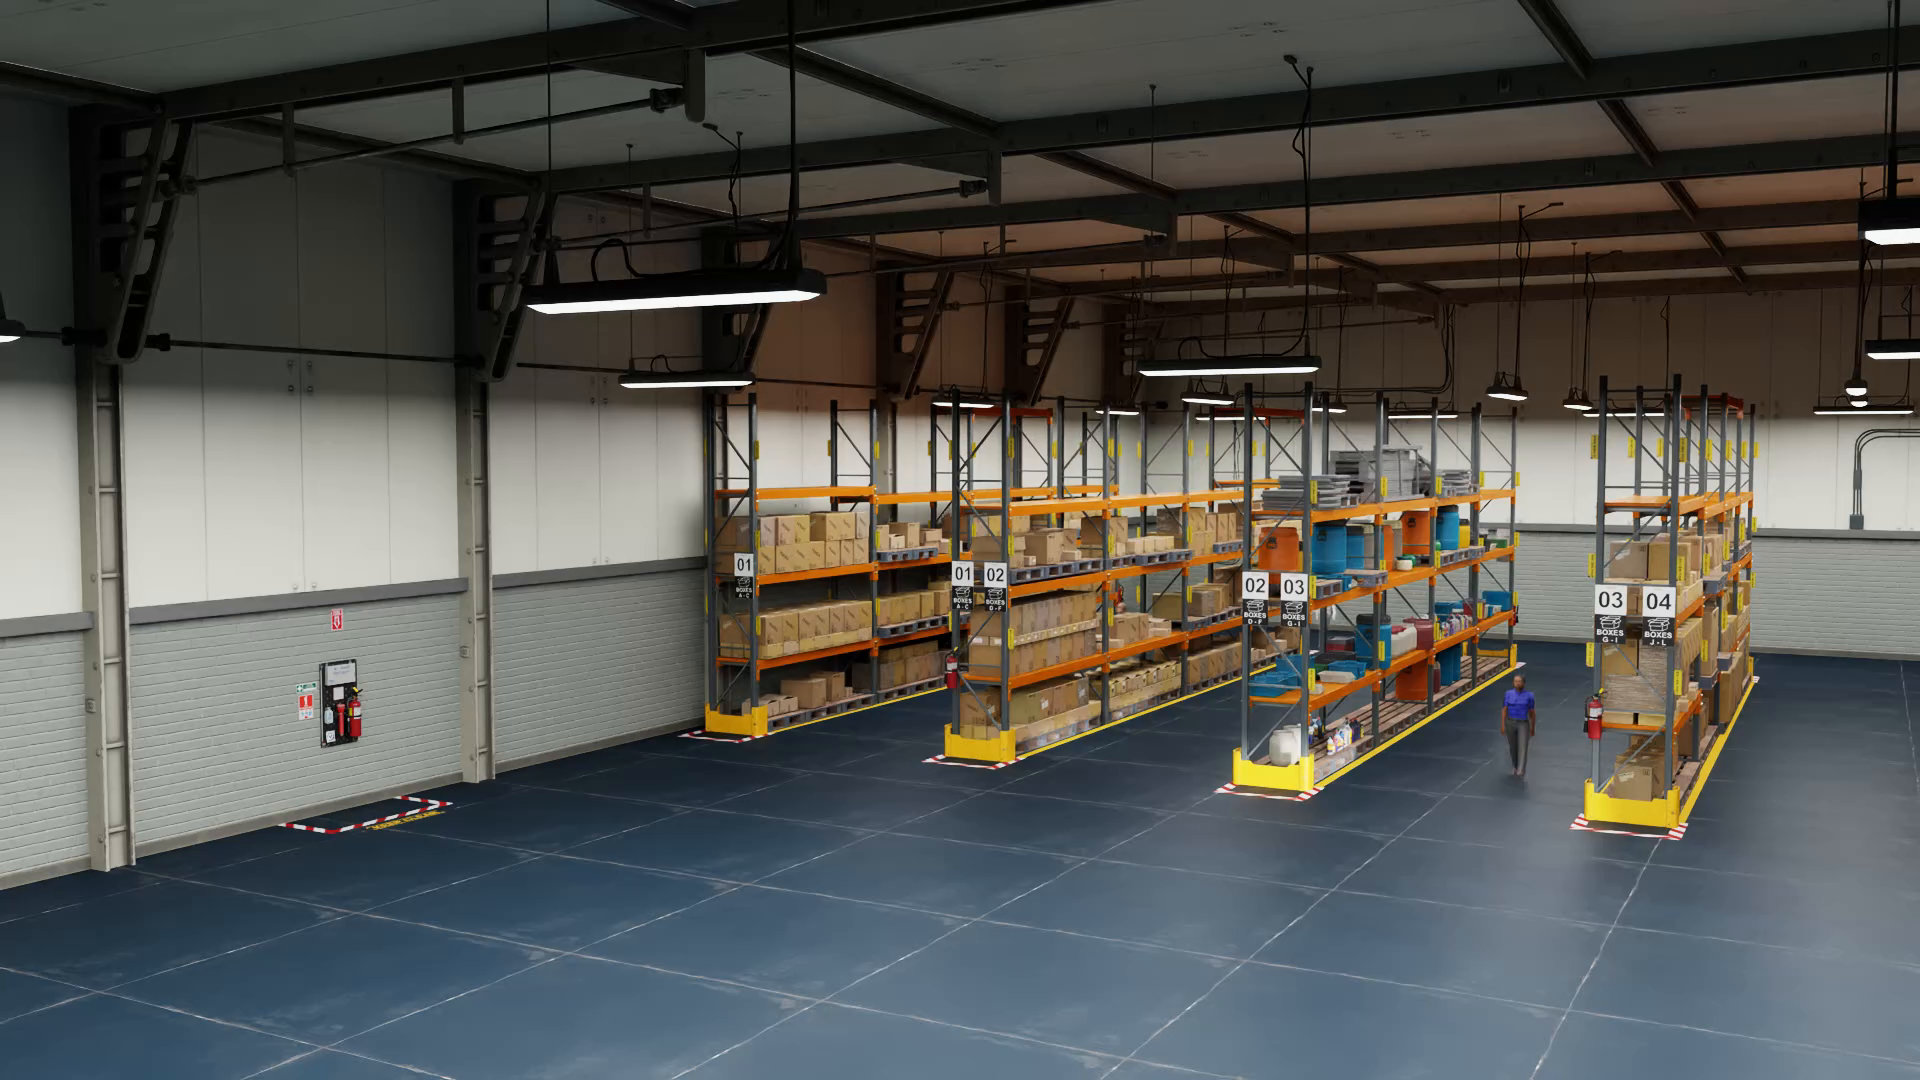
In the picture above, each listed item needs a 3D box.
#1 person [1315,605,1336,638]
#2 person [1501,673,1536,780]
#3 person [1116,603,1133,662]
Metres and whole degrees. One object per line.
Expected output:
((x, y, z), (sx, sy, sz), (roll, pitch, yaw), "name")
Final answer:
((9.298, 1.884, 42.254), (0.461, 1.612, 1.069), (0, 3, -5), "person")
((8.419, 2.825, 25.156), (0.457, 1.595, 1.054), (2, 4, 32), "person")
((3.653, 2.202, 36.377), (0.754, 1.689, 0.638), (2, 4, 38), "person")
